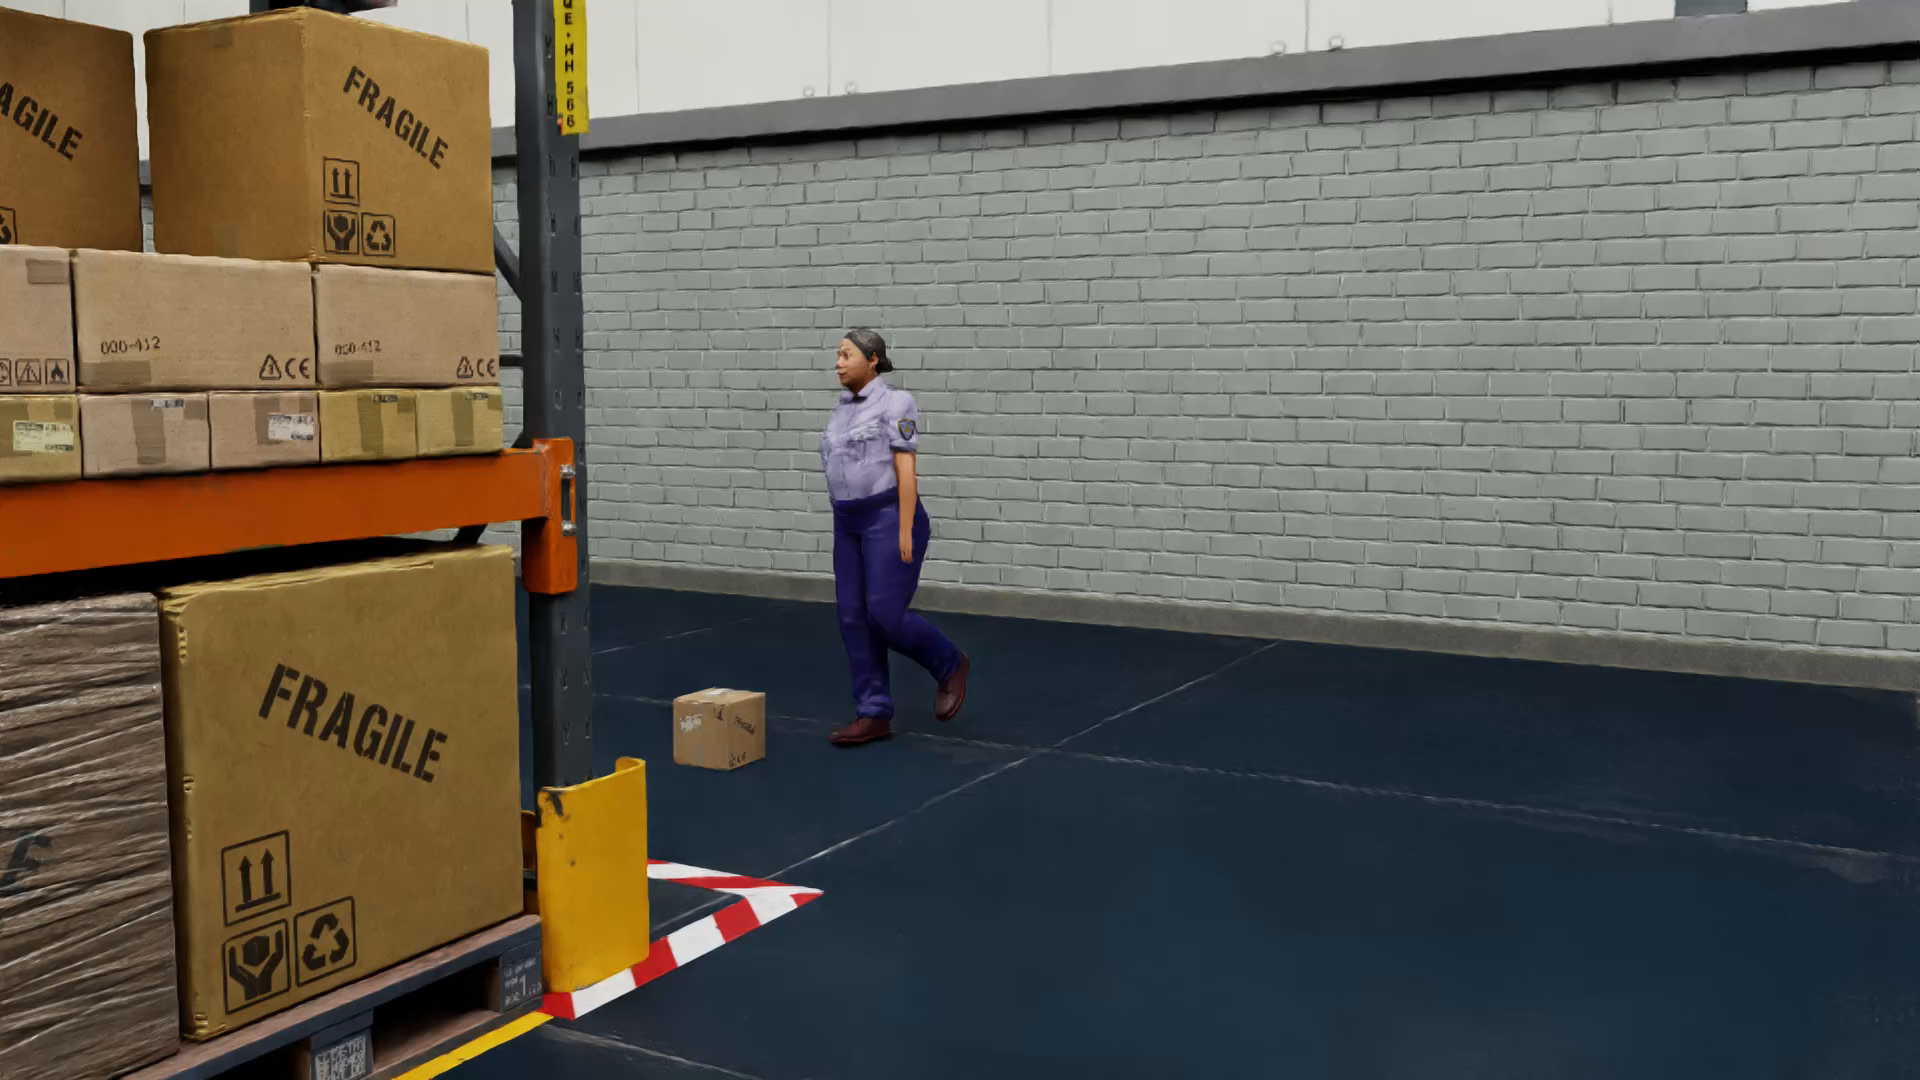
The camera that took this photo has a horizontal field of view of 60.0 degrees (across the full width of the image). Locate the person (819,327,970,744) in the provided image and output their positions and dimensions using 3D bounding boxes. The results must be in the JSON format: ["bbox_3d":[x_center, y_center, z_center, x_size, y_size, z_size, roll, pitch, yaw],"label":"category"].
[{"bbox_3d":[-0.314,-0.032,6.698,0.625,1.636,0.515,-6,8,-43],"label":"person"}]
